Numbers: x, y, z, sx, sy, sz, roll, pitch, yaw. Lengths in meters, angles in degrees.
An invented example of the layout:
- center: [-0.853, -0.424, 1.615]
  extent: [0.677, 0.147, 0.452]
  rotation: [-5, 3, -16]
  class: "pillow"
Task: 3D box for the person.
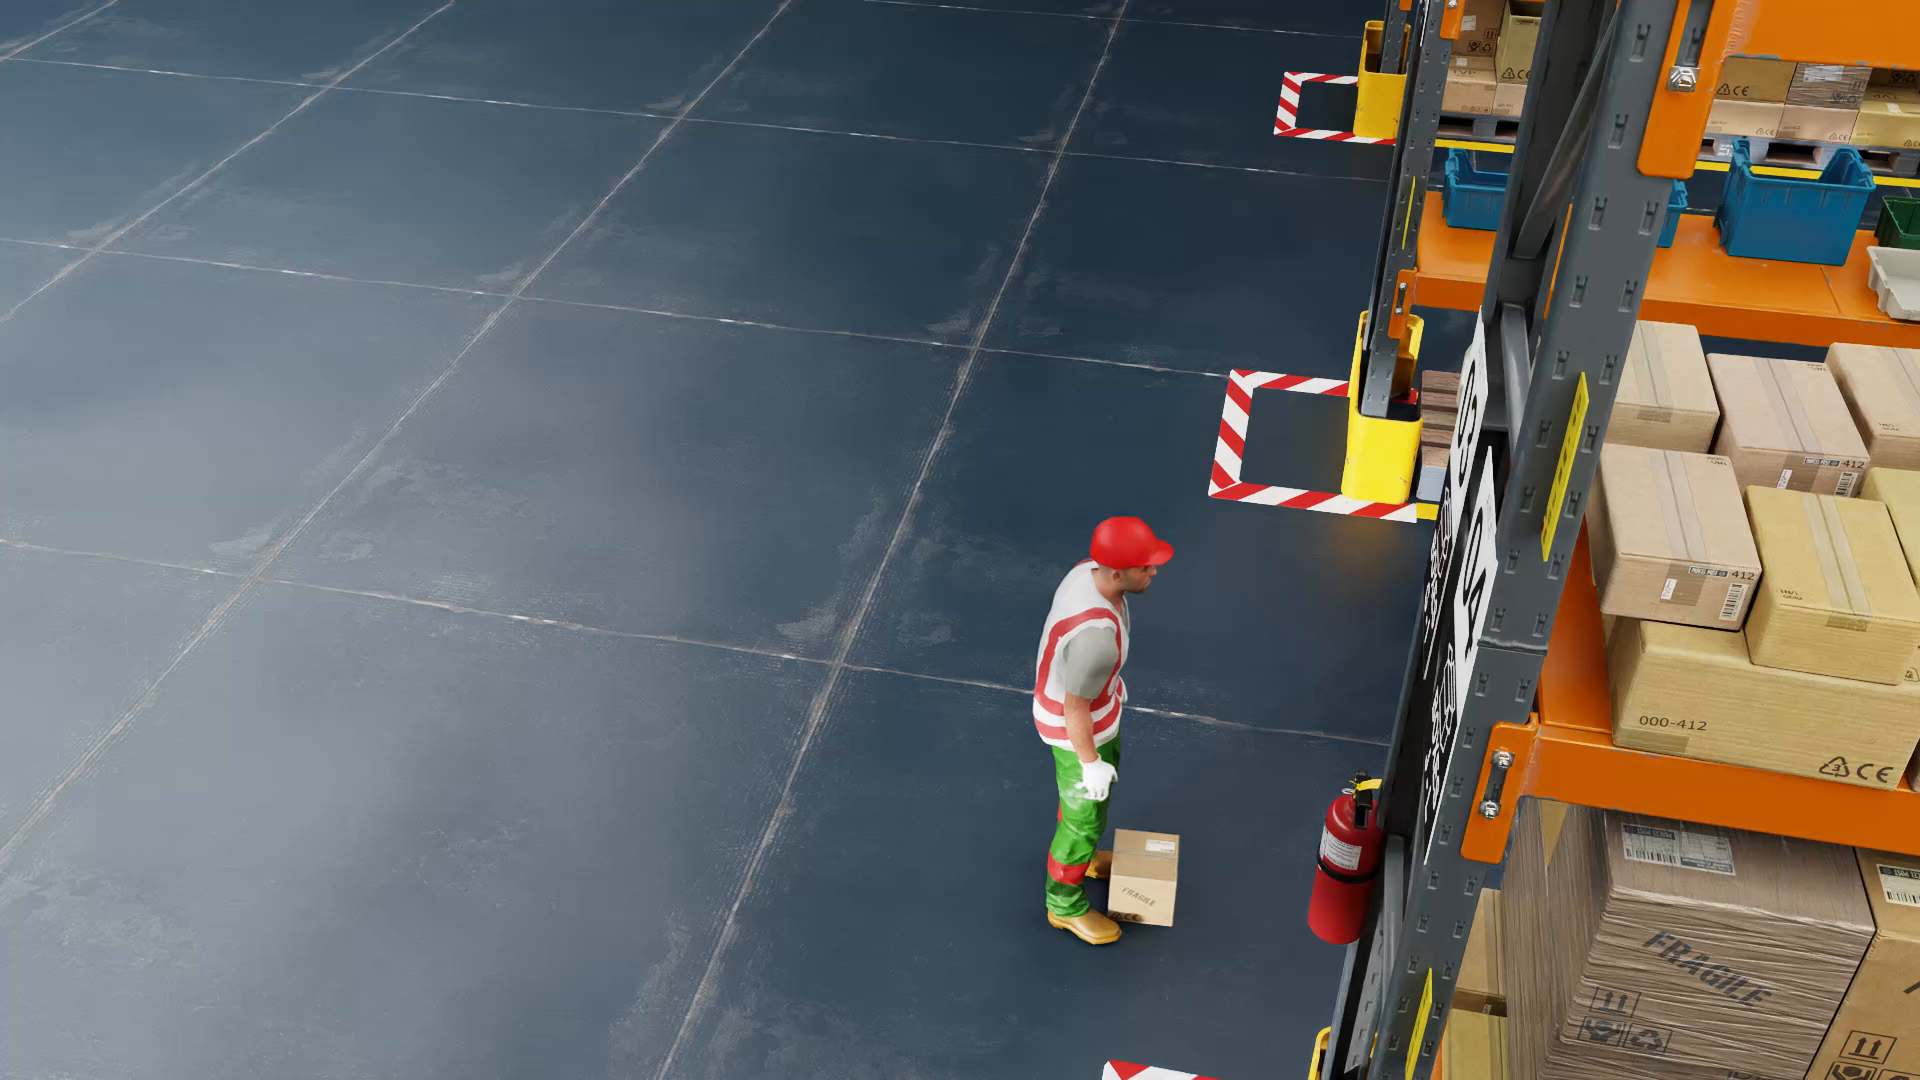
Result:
- center: [0.494, 0.658, 6.055]
  extent: [0.449, 1.780, 0.623]
  rotation: [6, 37, 8]
  class: "person"
